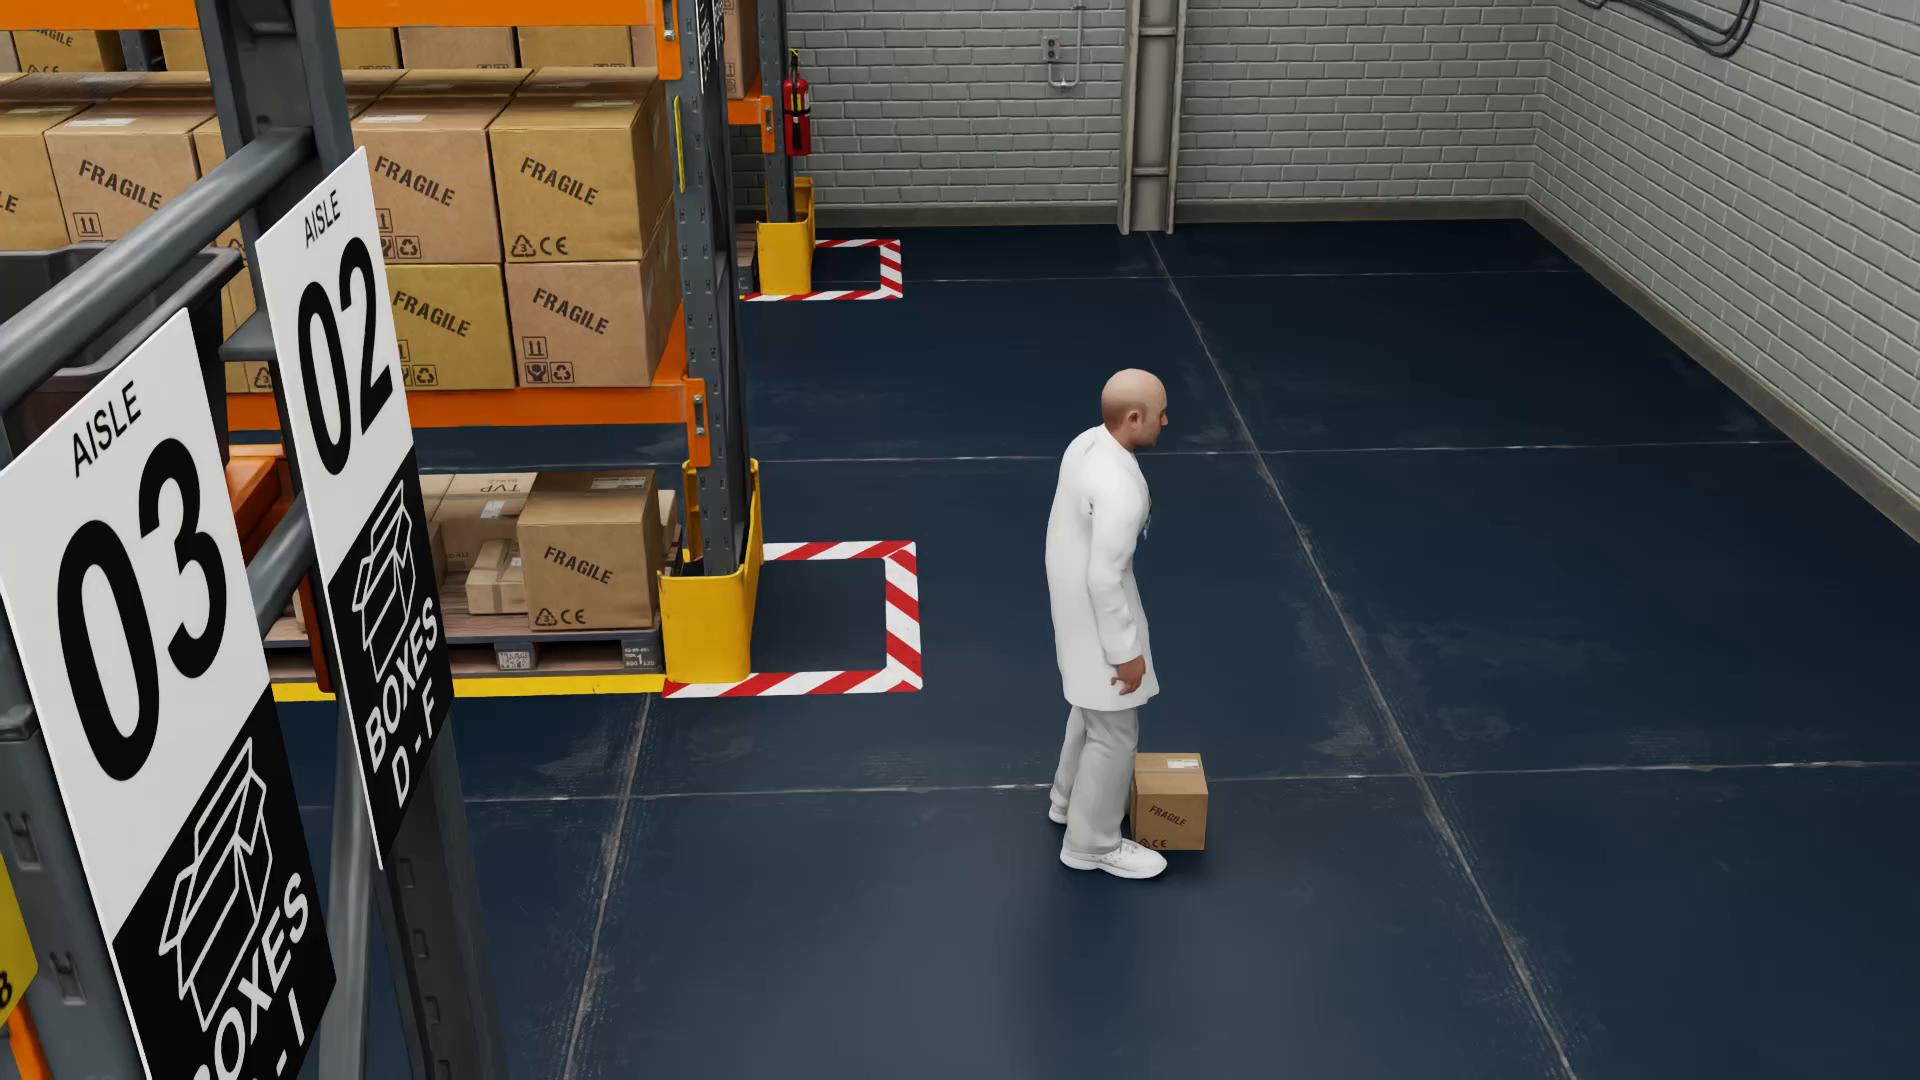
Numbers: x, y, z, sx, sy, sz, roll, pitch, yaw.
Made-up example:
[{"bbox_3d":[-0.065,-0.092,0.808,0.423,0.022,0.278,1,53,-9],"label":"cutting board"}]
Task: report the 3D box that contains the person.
[{"bbox_3d":[0.496,0.267,5.615,0.417,1.774,0.650,-2,27,-3],"label":"person"}]
